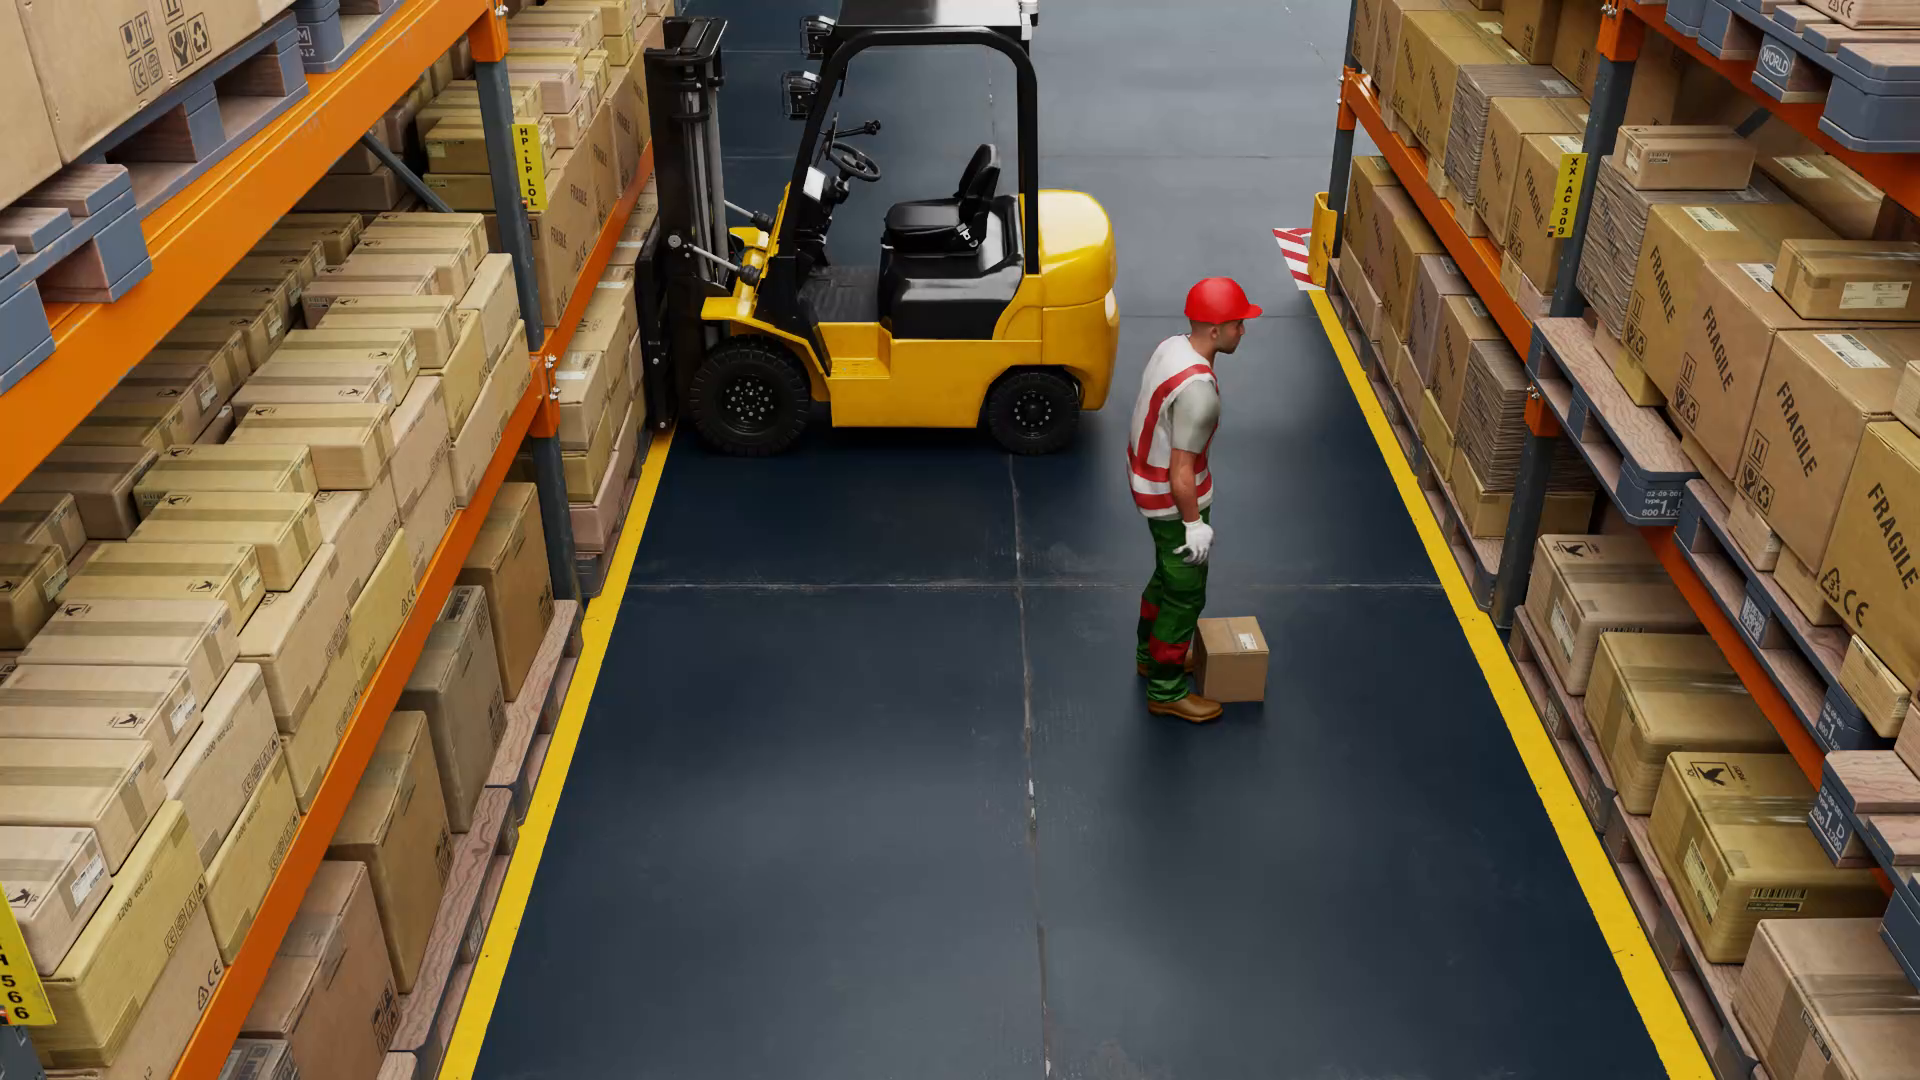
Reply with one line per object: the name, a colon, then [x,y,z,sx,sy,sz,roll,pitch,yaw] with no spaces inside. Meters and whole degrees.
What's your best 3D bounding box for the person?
person: [0.867,-0.160,6.385,0.452,1.778,0.603,0,31,-1]
